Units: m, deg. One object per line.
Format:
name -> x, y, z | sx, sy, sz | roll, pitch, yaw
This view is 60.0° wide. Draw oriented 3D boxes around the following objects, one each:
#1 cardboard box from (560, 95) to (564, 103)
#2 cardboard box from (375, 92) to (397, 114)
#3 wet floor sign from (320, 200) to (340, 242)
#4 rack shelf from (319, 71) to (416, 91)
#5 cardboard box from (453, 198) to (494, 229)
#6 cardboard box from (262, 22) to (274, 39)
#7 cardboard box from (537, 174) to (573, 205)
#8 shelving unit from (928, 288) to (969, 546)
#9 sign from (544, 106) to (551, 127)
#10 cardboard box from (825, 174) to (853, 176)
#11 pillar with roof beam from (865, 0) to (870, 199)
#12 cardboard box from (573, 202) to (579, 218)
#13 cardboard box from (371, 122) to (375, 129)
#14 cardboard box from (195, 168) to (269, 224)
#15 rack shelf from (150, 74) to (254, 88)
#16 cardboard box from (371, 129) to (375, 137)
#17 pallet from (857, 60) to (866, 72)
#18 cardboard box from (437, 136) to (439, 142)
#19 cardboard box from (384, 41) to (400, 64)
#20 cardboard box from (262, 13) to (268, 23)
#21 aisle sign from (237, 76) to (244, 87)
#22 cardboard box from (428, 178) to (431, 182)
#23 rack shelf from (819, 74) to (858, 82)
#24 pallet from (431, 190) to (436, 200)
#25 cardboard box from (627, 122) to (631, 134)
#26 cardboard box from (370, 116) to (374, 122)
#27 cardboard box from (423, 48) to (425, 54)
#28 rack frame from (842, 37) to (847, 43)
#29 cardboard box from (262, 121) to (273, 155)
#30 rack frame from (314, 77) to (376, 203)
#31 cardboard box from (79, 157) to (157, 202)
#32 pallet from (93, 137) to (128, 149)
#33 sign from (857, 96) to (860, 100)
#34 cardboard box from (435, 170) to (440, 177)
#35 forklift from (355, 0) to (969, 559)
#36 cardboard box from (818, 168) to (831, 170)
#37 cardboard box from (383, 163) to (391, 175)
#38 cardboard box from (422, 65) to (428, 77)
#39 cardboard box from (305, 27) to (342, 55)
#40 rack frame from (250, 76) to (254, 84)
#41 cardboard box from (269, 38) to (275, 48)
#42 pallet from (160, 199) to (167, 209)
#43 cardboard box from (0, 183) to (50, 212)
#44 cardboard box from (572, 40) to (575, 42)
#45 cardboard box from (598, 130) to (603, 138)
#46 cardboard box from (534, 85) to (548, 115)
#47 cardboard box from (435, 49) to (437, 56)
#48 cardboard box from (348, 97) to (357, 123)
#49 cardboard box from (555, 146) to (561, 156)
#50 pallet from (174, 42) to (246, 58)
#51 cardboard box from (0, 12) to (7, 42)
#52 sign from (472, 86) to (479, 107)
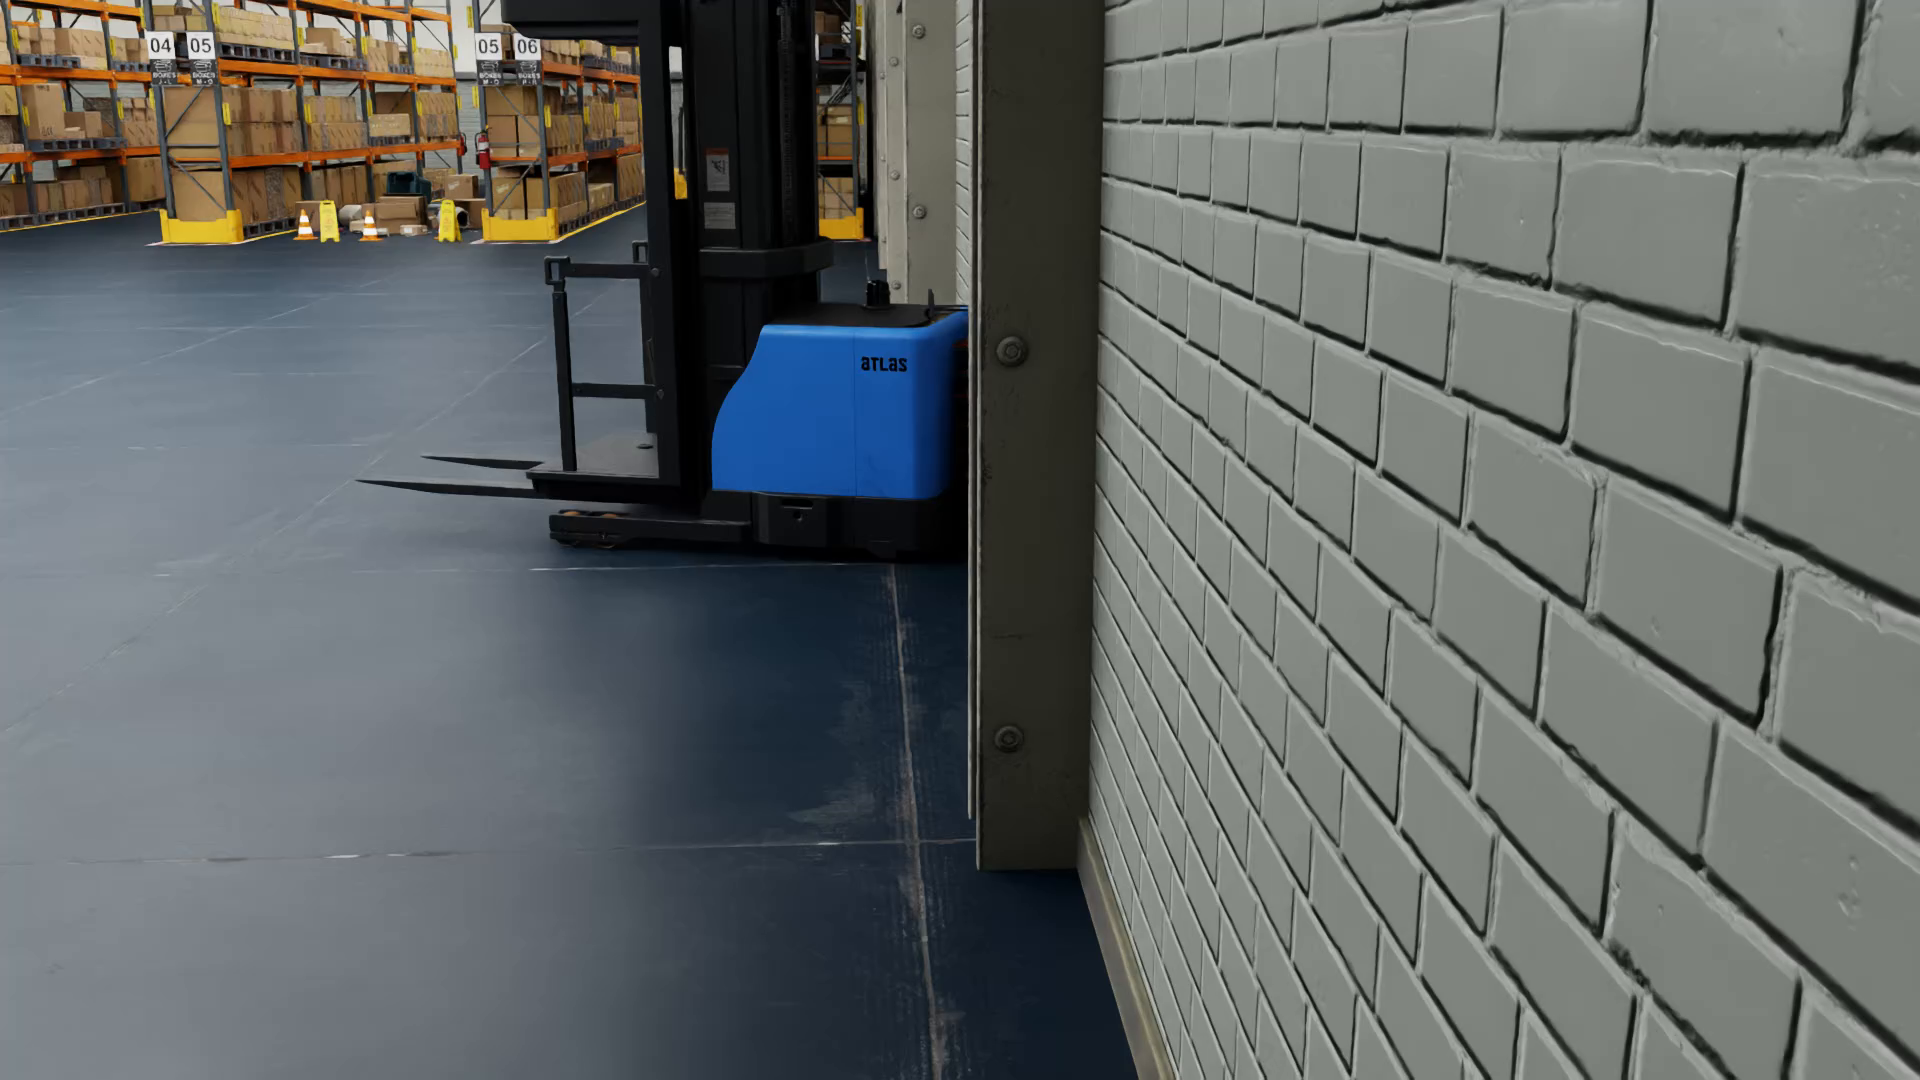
cardboard box -> -7.665, -8.296, 31.307 | 0.380, 0.149, 0.250 | -1, 14, -5
cardboard box -> -13.084, -9.981, 37.994 | 0.500, 0.500, 0.500 | -1, 14, -5
wet floor sign -> -10.063, -5.090, 26.515 | 0.267, 0.644, 0.232 | -3, 15, -13
rack shelf -> -12.661, -9.798, 35.512 | 1.077, 0.370, 4.000 | -1, 14, -3
cardboard box -> -8.647, -5.806, 29.585 | 0.500, 0.500, 0.500 | 10, 18, 35
cardboard box -> -11.942, -8.609, 28.107 | 0.500, 0.250, 0.500 | -1, 14, -4
cardboard box -> -6.943, -6.009, 28.532 | 0.500, 0.500, 0.500 | -1, 14, -2
shelving unit -> -0.023, -0.577, 7.859 | 0.258, 1.200, 0.189 | -1, 15, -3
sign -> -6.565, -6.736, 26.450 | 0.100, 0.325, 0.005 | -1, 14, -3
cardboard box -> -2.049, -6.113, 28.435 | 0.500, 0.250, 0.500 | -1, 14, -4
pillar with roof beam -> -6.337, -12.396, 38.147 | 9.100, 9.000, 0.400 | -1, 14, -3
cardboard box -> -6.980, -5.773, 29.121 | 0.500, 0.250, 0.500 | -1, 14, -3
cardboard box -> -12.385, -8.613, 34.547 | 0.380, 0.149, 0.250 | 0, 14, -1
cardboard box -> -12.206, -5.768, 27.845 | 0.875, 0.875, 0.875 | -1, 14, -4
rack shelf -> -17.865, -10.742, 39.179 | 1.077, 0.370, 4.000 | -1, 14, -3
cardboard box -> -12.380, -8.459, 34.546 | 0.380, 0.149, 0.250 | 0, 14, -1
pallet -> -2.517, -9.569, 33.559 | 1.213, 0.211, 1.003 | 0, 14, -1
cardboard box -> -12.706, -9.600, 39.823 | 0.380, 0.149, 0.250 | -1, 14, -2
cardboard box -> -12.871, -10.800, 36.918 | 0.700, 0.500, 0.500 | -1, 14, -3
cardboard box -> -11.871, -8.771, 27.936 | 0.380, 0.149, 0.250 | -1, 14, -4
aisle sign -> -17.694, -11.416, 41.160 | 0.394, 0.787, 0.004 | -1, 14, -3
cardboard box -> -12.658, -8.442, 39.099 | 0.380, 0.149, 0.250 | -2, 15, -6
rack shelf -> -2.525, -8.983, 32.342 | 1.077, 0.370, 4.000 | -1, 14, -3
pallet -> -12.862, -8.007, 38.724 | 1.003, 0.211, 1.213 | -1, 14, -3
cardboard box -> -7.455, -8.976, 36.192 | 0.500, 0.250, 0.500 | -1, 14, -2
cardboard box -> -12.391, -8.751, 34.486 | 0.380, 0.149, 0.250 | -1, 14, -5
cardboard box -> -12.624, -11.342, 38.565 | 0.380, 0.149, 0.250 | -1, 14, -5
rack frame -> -2.897, -12.276, 37.678 | 1.000, 3.000, 0.127 | -1, 14, -3
cardboard box -> -12.149, -6.780, 28.057 | 0.875, 0.550, 0.500 | -1, 14, -3
rack frame -> -12.537, -8.197, 33.863 | 1.000, 3.000, 0.127 | -1, 14, -3
cardboard box -> -17.516, -7.491, 34.544 | 1.225, 0.875, 0.875 | -2, 15, -6
pallet -> -17.343, -7.877, 33.005 | 1.213, 0.211, 1.003 | -1, 14, -3
sign -> -2.589, -11.083, 42.123 | 0.100, 0.325, 0.005 | -1, 14, -3
cardboard box -> -12.671, -8.780, 39.816 | 0.380, 0.149, 0.250 | -1, 14, -3
forklift -> -1.473, -1.503, 7.985 | 3.031, 2.935, 1.130 | 3, 15, 12
cardboard box -> -2.932, -7.802, 35.200 | 0.380, 0.149, 0.250 | -2, 15, -6
cardboard box -> -12.369, -7.854, 35.200 | 0.500, 0.250, 0.500 | -1, 14, -4
cardboard box -> -12.590, -10.815, 38.322 | 0.500, 0.250, 0.500 | -1, 14, -4
cardboard box -> -12.150, -9.521, 31.749 | 0.500, 0.500, 0.500 | -1, 14, -3
rack frame -> -17.989, -10.135, 41.396 | 1.000, 3.000, 0.127 | -1, 14, -3
cardboard box -> -11.884, -8.446, 28.275 | 0.380, 0.149, 0.250 | -1, 14, -3
pallet -> -17.540, -7.295, 35.954 | 1.003, 0.211, 1.213 | -1, 14, -3
cardboard box -> -17.262, -6.306, 30.648 | 0.700, 0.500, 0.500 | -2, 15, -8
cardboard box -> -7.025, -8.882, 29.410 | 0.380, 0.149, 0.250 | -1, 14, -5
cardboard box -> -7.127, -7.852, 32.185 | 0.380, 0.149, 0.250 | 0, 14, -1
cardboard box -> -7.407, -7.486, 28.299 | 0.700, 0.500, 0.500 | -1, 14, -4
cardboard box -> -12.671, -11.604, 39.586 | 0.380, 0.149, 0.250 | -1, 14, -2
cardboard box -> -12.519, -8.617, 33.292 | 0.700, 0.500, 0.500 | -1, 14, -4
cardboard box -> -6.857, -6.468, 27.650 | 0.380, 0.149, 0.250 | -1, 14, -3
pallet -> -12.098, -7.801, 26.484 | 1.003, 0.211, 1.213 | -1, 14, -3
cardboard box -> -16.963, -8.930, 28.892 | 0.500, 0.500, 0.500 | -1, 14, -5
sign -> -7.662, -7.019, 26.328 | 0.100, 0.325, 0.005 | -1, 14, -3
